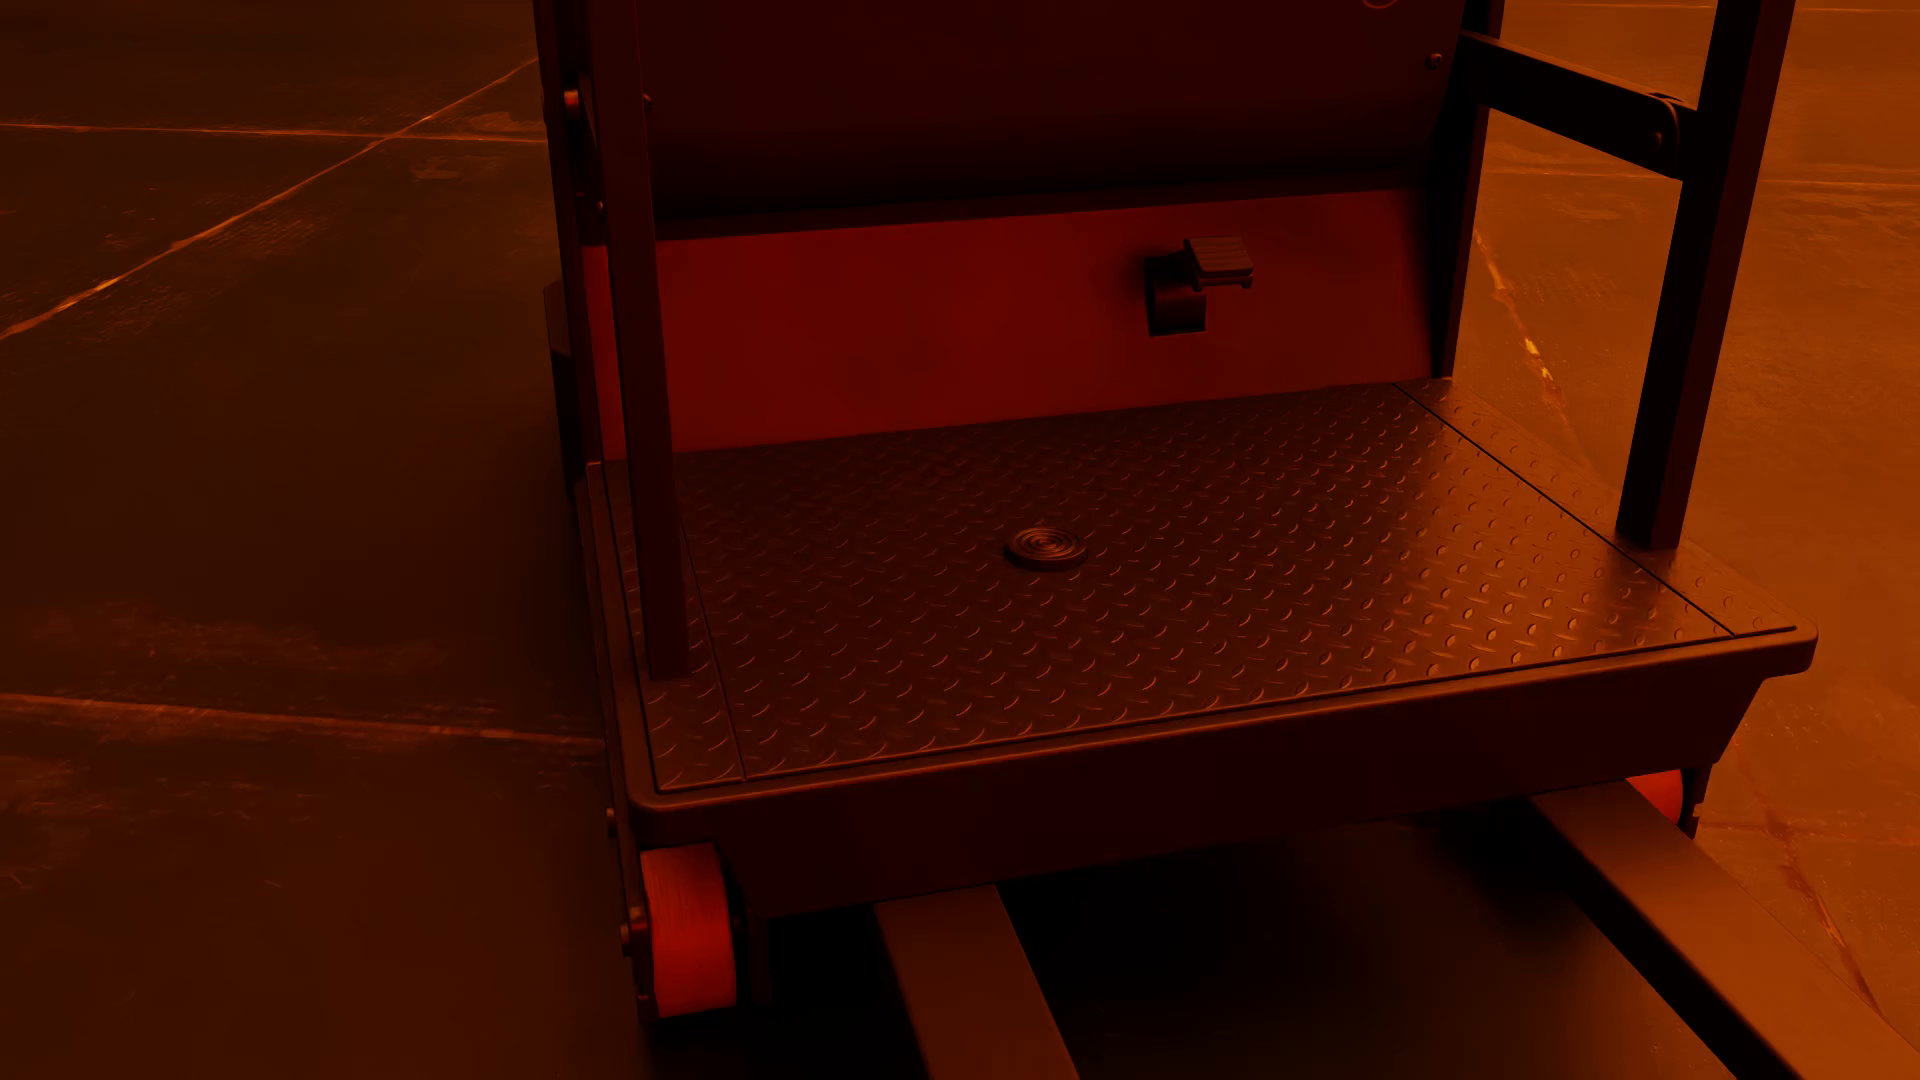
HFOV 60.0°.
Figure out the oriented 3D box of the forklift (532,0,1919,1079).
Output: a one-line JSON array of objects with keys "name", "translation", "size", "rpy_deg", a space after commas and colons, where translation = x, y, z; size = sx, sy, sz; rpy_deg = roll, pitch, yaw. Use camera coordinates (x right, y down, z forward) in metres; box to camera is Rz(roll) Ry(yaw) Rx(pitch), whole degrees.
[{"name": "forklift", "translation": [0.153, -1.049, 1.319], "size": [1.130, 2.935, 3.031], "rpy_deg": [-7, 27, -13]}]
